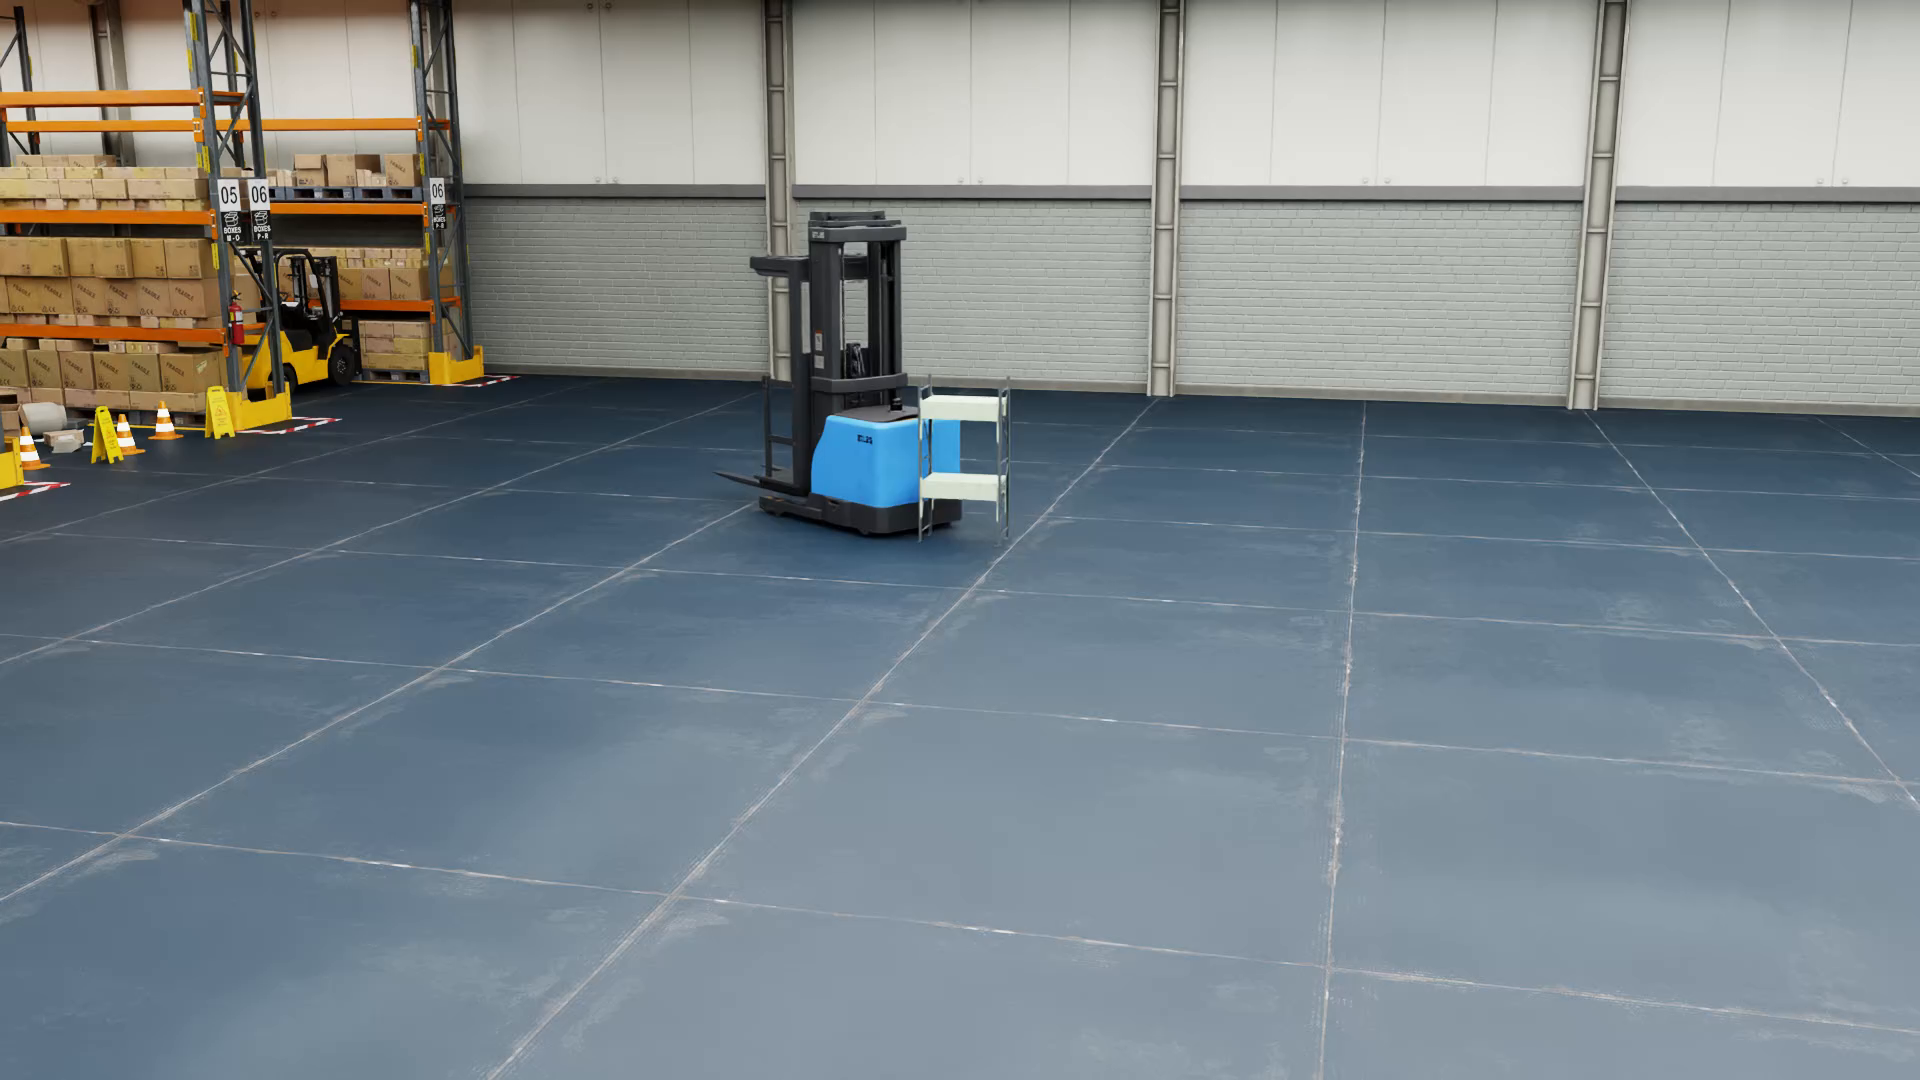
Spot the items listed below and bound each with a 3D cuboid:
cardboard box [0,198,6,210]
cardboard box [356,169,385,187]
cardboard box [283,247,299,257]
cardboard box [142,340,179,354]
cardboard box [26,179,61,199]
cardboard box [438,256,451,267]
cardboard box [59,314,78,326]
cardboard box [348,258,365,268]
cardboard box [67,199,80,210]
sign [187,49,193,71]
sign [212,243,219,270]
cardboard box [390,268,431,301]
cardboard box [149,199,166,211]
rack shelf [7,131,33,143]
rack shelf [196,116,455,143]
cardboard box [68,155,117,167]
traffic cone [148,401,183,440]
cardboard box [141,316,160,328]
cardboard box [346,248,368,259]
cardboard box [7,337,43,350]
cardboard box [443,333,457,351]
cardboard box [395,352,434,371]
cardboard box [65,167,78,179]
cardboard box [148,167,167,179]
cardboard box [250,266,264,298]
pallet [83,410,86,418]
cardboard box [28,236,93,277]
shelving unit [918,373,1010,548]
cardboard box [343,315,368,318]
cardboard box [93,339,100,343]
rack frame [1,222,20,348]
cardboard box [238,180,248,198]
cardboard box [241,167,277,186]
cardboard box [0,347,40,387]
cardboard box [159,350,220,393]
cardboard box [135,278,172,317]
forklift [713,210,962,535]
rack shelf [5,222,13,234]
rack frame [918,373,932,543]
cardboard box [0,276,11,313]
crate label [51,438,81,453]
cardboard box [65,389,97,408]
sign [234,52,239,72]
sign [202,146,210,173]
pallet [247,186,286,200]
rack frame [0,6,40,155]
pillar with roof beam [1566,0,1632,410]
[{"bbox_3d":[-12.737,-4.466,22.094,0.250,0.149,0.380,3,13,14],"label":"cardboard box"},{"bbox_3d":[-9.276,-5.699,26.182,0.258,0.266,0.396,3,13,14],"label":"cardboard box"},{"bbox_3d":[-10.788,-4.645,26.830,0.250,0.149,0.380,3,13,13],"label":"cardboard box"},{"bbox_3d":[-10.551,-2.548,21.941,0.250,0.149,0.380,3,13,15],"label":"cardboard box"},{"bbox_3d":[-11.874,-4.621,21.869,0.500,0.250,0.500,3,13,14],"label":"cardboard box"},{"bbox_3d":[-8.419,-4.492,26.827,0.250,0.149,0.380,3,13,12],"label":"cardboard box"},{"bbox_3d":[-11.753,-2.943,22.155,0.250,0.149,0.380,3,13,14],"label":"cardboard box"},{"bbox_3d":[-9.557,-4.432,26.555,0.250,0.149,0.380,3,13,12],"label":"cardboard box"},{"bbox_3d":[-11.478,-4.412,21.848,0.250,0.149,0.380,3,13,14],"label":"cardboard box"},{"bbox_3d":[-12.154,-7.571,26.242,0.005,0.325,0.100,3,13,14],"label":"sign"},{"bbox_3d":[-9.490,-3.614,21.197,0.005,0.325,0.100,3,13,14],"label":"sign"},{"bbox_3d":[-8.693,-4.074,26.439,0.500,0.500,0.500,3,13,12],"label":"cardboard box"},{"bbox_3d":[-10.251,-4.339,21.520,0.250,0.149,0.380,3,13,15],"label":"cardboard box"},{"bbox_3d":[-17.861,-6.956,28.394,4.000,0.370,1.077,3,13,14],"label":"rack shelf"},{"bbox_3d":[-10.094,-6.541,26.523,4.000,0.370,1.077,3,13,14],"label":"rack shelf"},{"bbox_3d":[-14.286,-6.095,27.424,0.500,0.500,0.500,3,13,15],"label":"cardboard box"},{"bbox_3d":[-10.064,-1.523,21.030,0.334,0.463,0.336,3,13,14],"label":"traffic cone"},{"bbox_3d":[-10.526,-2.877,21.856,0.250,0.149,0.380,3,13,15],"label":"cardboard box"},{"bbox_3d":[-9.561,-4.572,26.502,0.250,0.149,0.380,3,13,15],"label":"cardboard box"},{"bbox_3d":[-12.606,-2.657,22.434,0.250,0.149,0.380,3,13,14],"label":"cardboard box"},{"bbox_3d":[-8.559,-3.229,27.088,0.500,0.250,0.500,3,13,15],"label":"cardboard box"},{"bbox_3d":[-8.684,-2.875,26.646,0.500,0.250,0.500,3,13,14],"label":"cardboard box"},{"bbox_3d":[-11.465,-4.801,21.761,0.250,0.149,0.380,3,13,15],"label":"cardboard box"},{"bbox_3d":[-10.230,-4.728,21.432,0.250,0.149,0.380,3,13,13],"label":"cardboard box"},{"bbox_3d":[-11.158,-4.209,27.051,0.500,0.500,0.500,3,13,15],"label":"cardboard box"},{"bbox_3d":[-12.561,-1.829,22.992,1.213,0.211,1.003,3,13,14],"label":"pallet"},{"bbox_3d":[-11.874,-3.769,22.070,0.500,0.500,0.700,3,13,12],"label":"cardboard box"},{"bbox_3d":[0.039,-0.724,15.036,0.755,1.500,0.431,3,13,13],"label":"shelving unit"},{"bbox_3d":[-10.038,-3.551,27.386,0.500,0.250,0.500,3,13,12],"label":"cardboard box"},{"bbox_3d":[-14.681,-3.448,28.362,0.625,0.625,0.875,3,13,15],"label":"cardboard box"},{"bbox_3d":[-13.221,-3.218,22.813,0.127,3.000,1.000,3,13,14],"label":"rack frame"},{"bbox_3d":[-9.762,-4.629,21.907,0.500,0.250,0.500,3,13,13],"label":"cardboard box"},{"bbox_3d":[-11.286,-5.842,26.722,0.500,0.311,0.500,3,13,15],"label":"cardboard box"},{"bbox_3d":[-12.713,-2.359,22.591,0.500,0.500,0.500,4,13,16],"label":"cardboard box"},{"bbox_3d":[-10.178,-2.226,21.989,0.500,0.500,0.500,3,13,14],"label":"cardboard box"},{"bbox_3d":[-10.416,-3.202,21.822,0.500,0.500,0.500,3,13,14],"label":"cardboard box"},{"bbox_3d":[-1.335,-1.731,16.267,1.130,2.935,3.031,-11,17,-40],"label":"forklift"},{"bbox_3d":[-15.163,-4.435,23.034,4.000,0.370,1.077,3,13,14],"label":"rack shelf"},{"bbox_3d":[-0.317,-0.743,15.120,0.023,1.500,0.400,3,13,13],"label":"rack frame"},{"bbox_3d":[-12.861,-3.331,22.403,0.500,0.500,0.500,3,13,13],"label":"cardboard box"},{"bbox_3d":[-10.778,-1.141,20.059,0.298,0.136,0.250,-4,13,-16],"label":"crate label"},{"bbox_3d":[-11.676,-1.941,22.436,0.500,0.250,0.500,3,13,13],"label":"cardboard box"},{"bbox_3d":[-11.879,-7.840,27.271,0.005,0.325,0.100,3,13,14],"label":"sign"},{"bbox_3d":[-9.490,-4.792,20.936,0.005,0.325,0.100,3,13,14],"label":"sign"},{"bbox_3d":[-11.201,-5.644,27.029,1.213,0.211,1.003,3,13,14],"label":"pallet"},{"bbox_3d":[-15.919,-7.398,27.805,0.127,3.000,1.000,3,13,14],"label":"rack frame"},{"bbox_3d":[7.832,-5.370,18.660,0.400,9.000,9.100,3,13,14],"label":"pillar with roof beam"}]
